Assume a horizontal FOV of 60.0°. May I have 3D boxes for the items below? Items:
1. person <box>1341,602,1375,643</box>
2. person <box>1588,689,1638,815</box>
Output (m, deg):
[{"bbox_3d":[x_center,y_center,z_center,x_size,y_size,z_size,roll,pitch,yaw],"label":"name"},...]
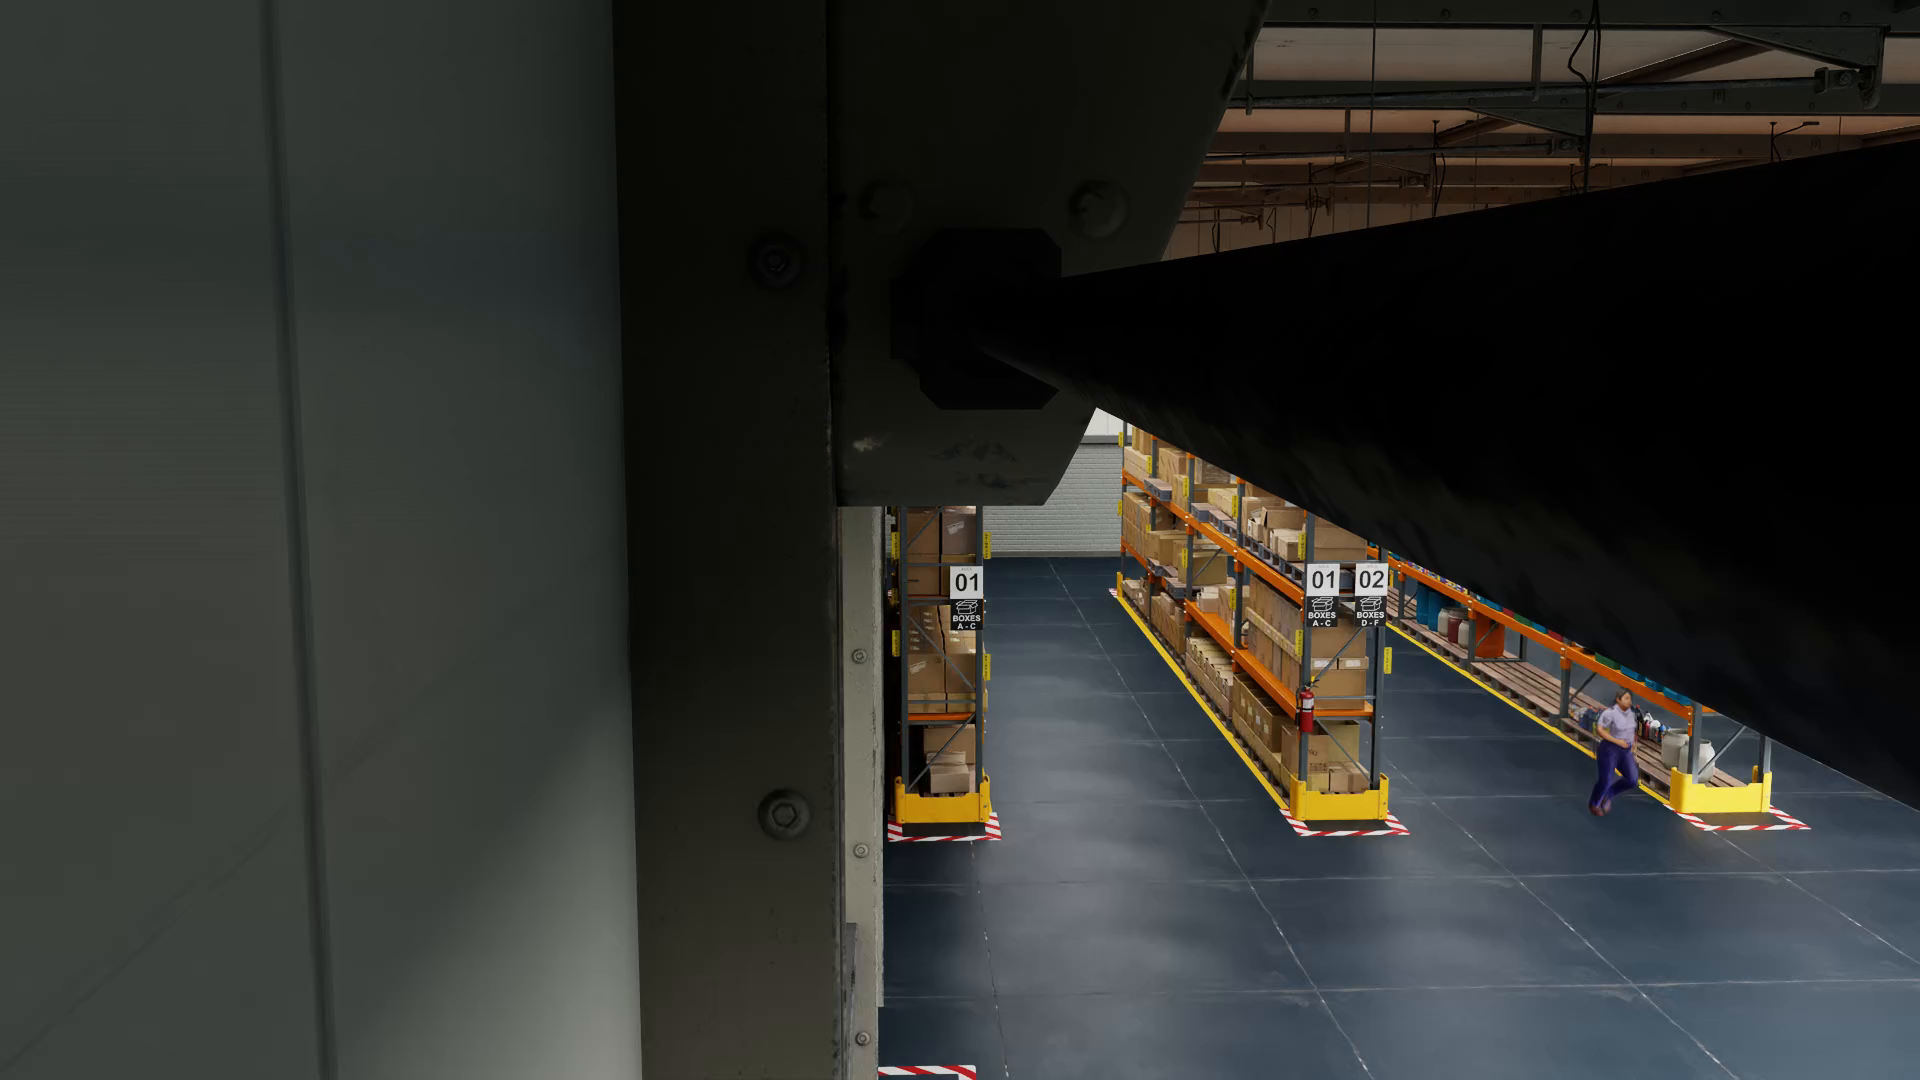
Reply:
[{"bbox_3d":[7.092,1.338,29.536,0.730,1.737,0.598,-1,8,-7],"label":"person"},{"bbox_3d":[8.218,2.643,20.730,0.699,1.587,0.565,-3,9,-21],"label":"person"}]
